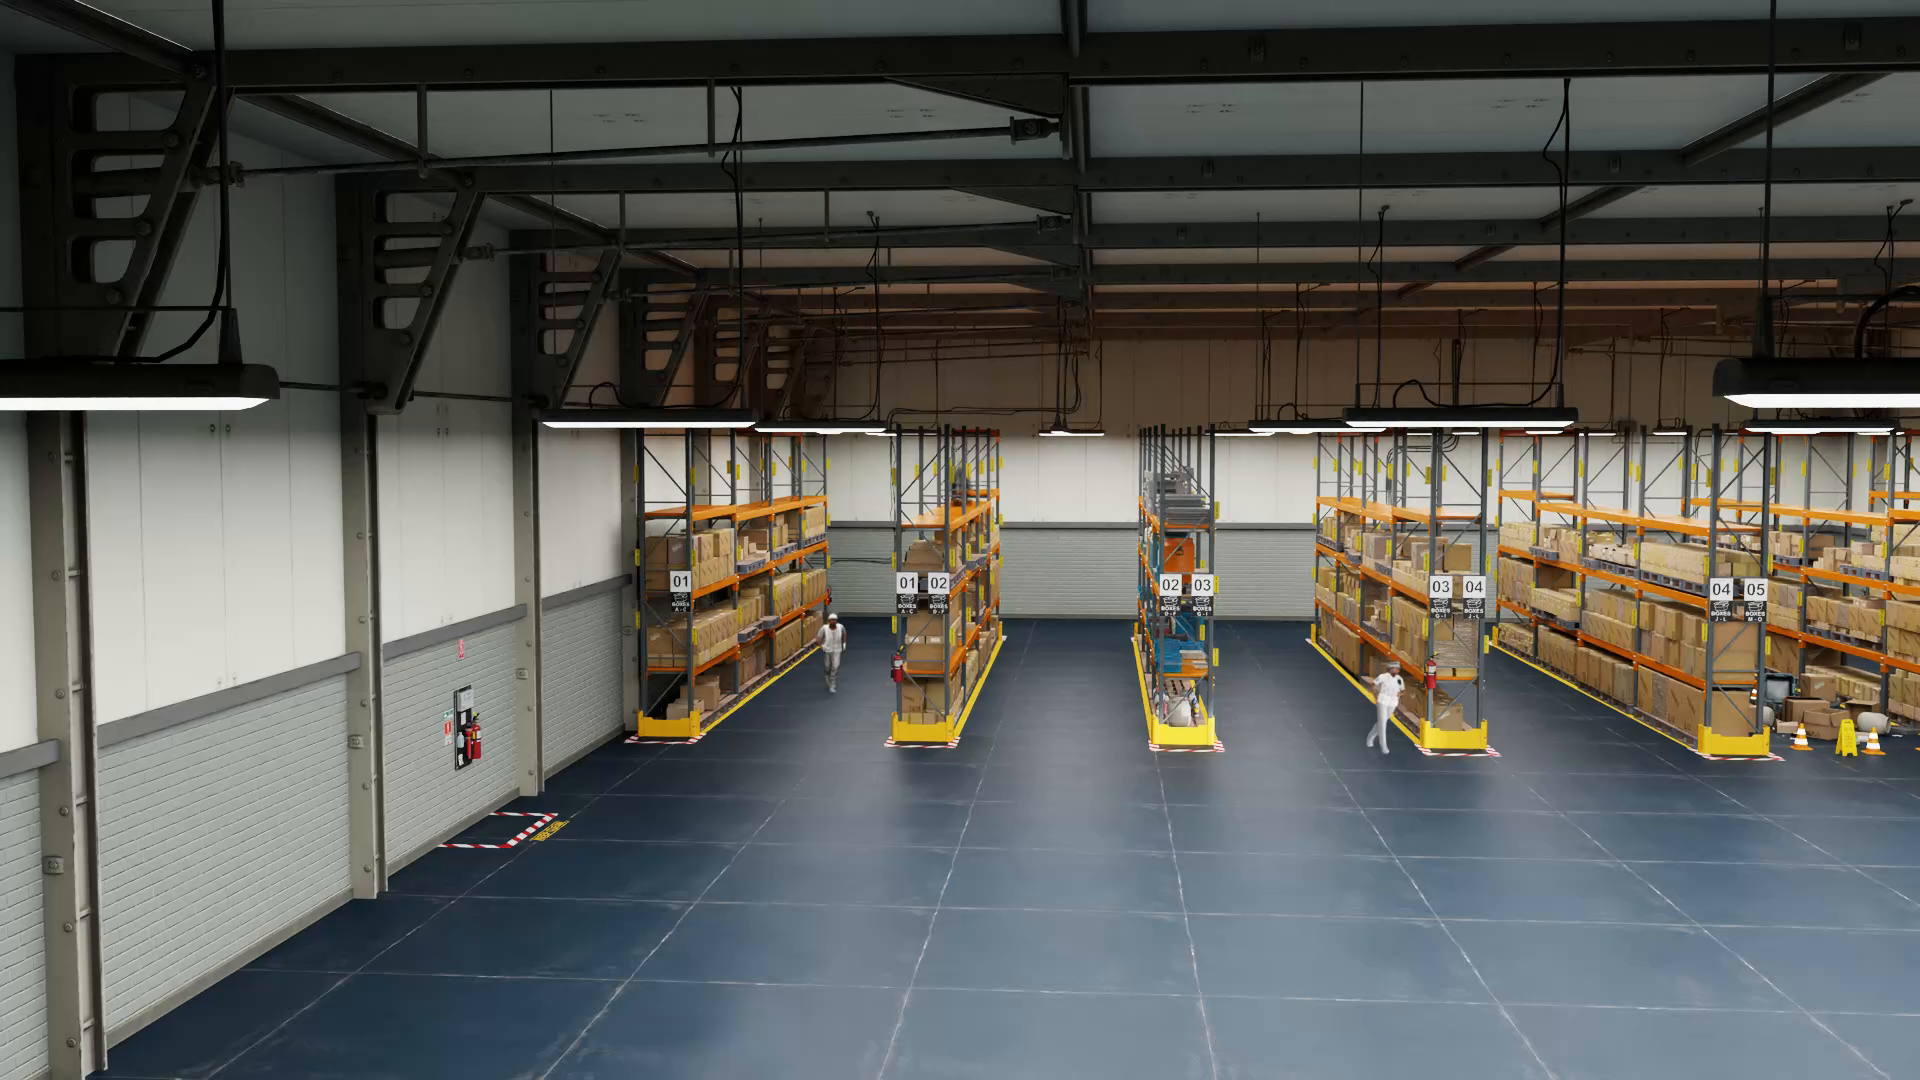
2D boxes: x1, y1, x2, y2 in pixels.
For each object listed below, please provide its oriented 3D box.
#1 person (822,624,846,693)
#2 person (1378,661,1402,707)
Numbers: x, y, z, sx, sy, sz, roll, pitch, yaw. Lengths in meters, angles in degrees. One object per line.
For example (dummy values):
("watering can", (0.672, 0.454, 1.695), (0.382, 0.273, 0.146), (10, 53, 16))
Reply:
("person", (-2.872, 2.669, 37.812), (0.573, 1.520, 0.972), (-1, 4, -13))
("person", (7.826, 2.620, 30.297), (0.449, 0.846, 0.386), (-1, 4, -17))
